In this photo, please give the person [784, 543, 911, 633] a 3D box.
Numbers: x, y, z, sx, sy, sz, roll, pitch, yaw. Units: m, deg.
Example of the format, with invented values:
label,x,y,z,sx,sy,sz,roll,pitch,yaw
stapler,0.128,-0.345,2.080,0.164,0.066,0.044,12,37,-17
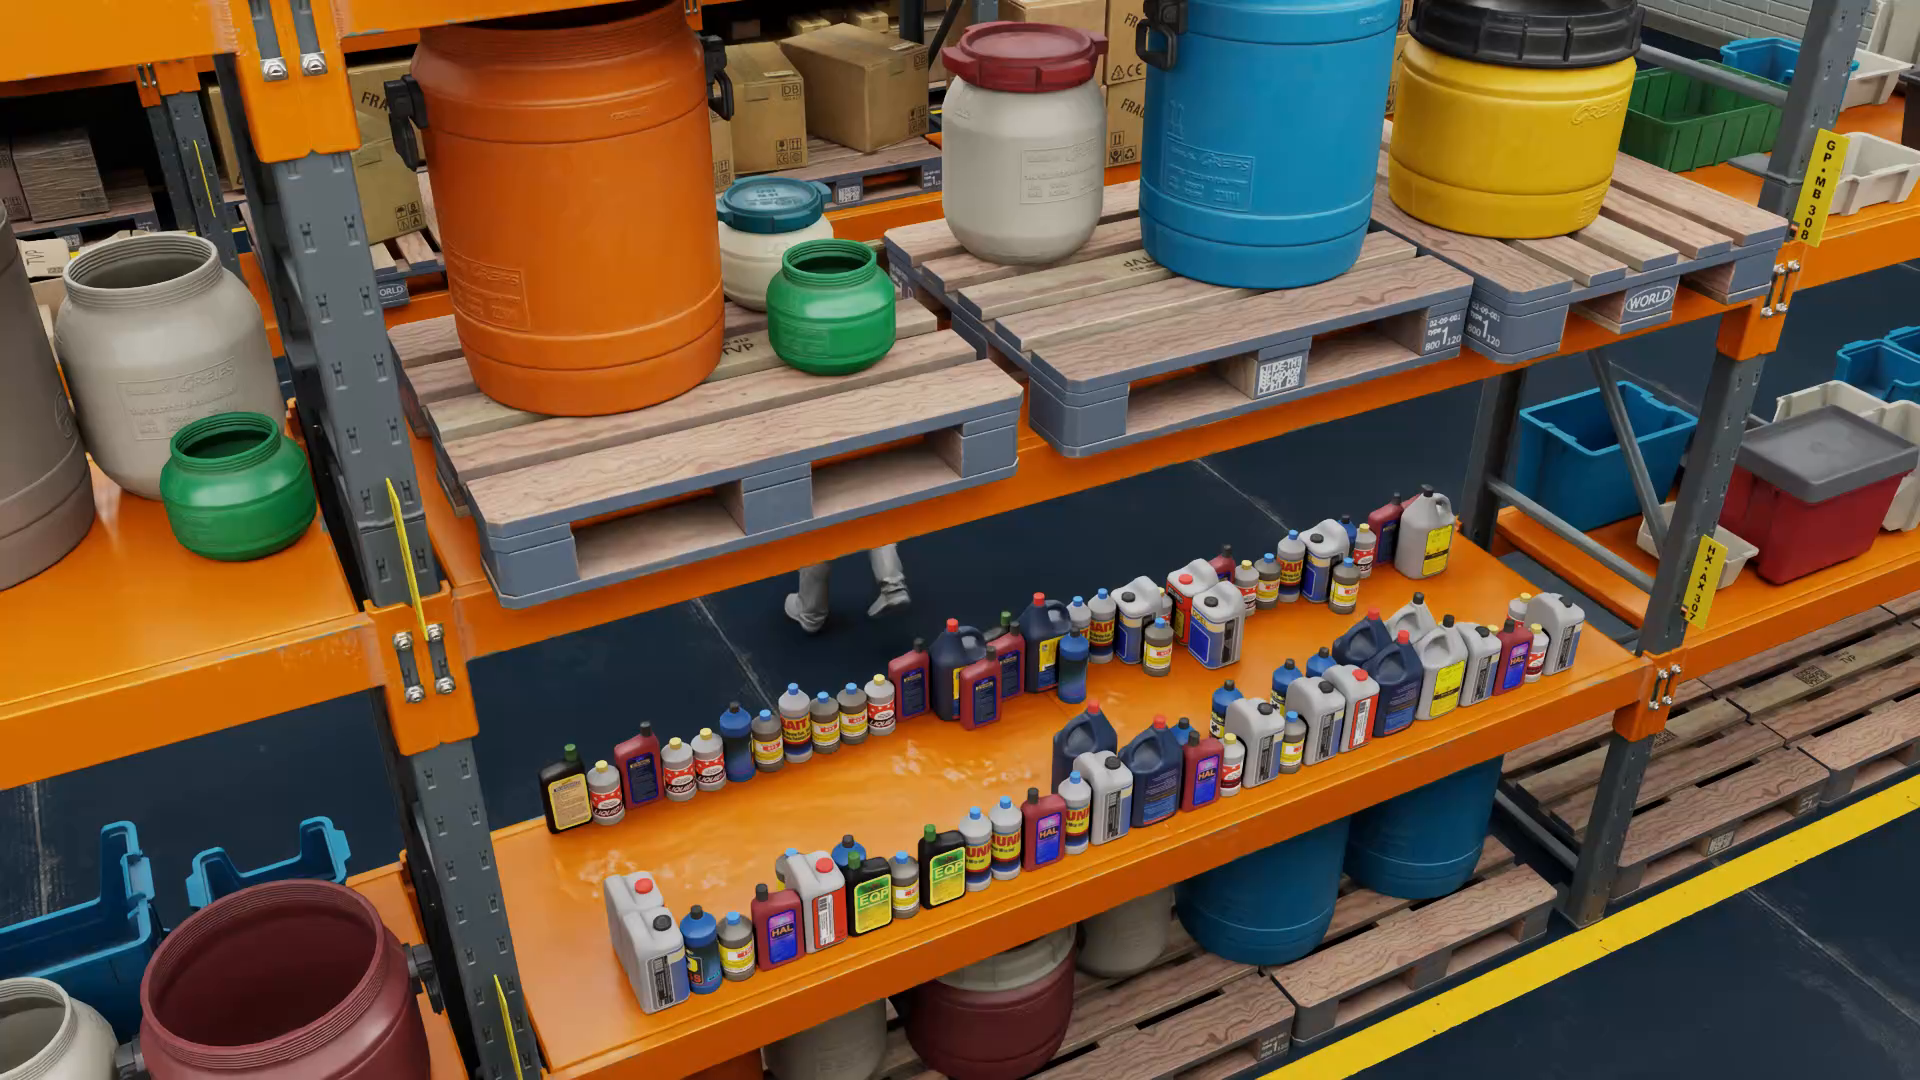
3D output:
label,x,y,z,sx,sy,sz,roll,pitch,yaw
person,-0.507,-0.328,7.621,0.567,1.748,0.608,-14,35,-20
